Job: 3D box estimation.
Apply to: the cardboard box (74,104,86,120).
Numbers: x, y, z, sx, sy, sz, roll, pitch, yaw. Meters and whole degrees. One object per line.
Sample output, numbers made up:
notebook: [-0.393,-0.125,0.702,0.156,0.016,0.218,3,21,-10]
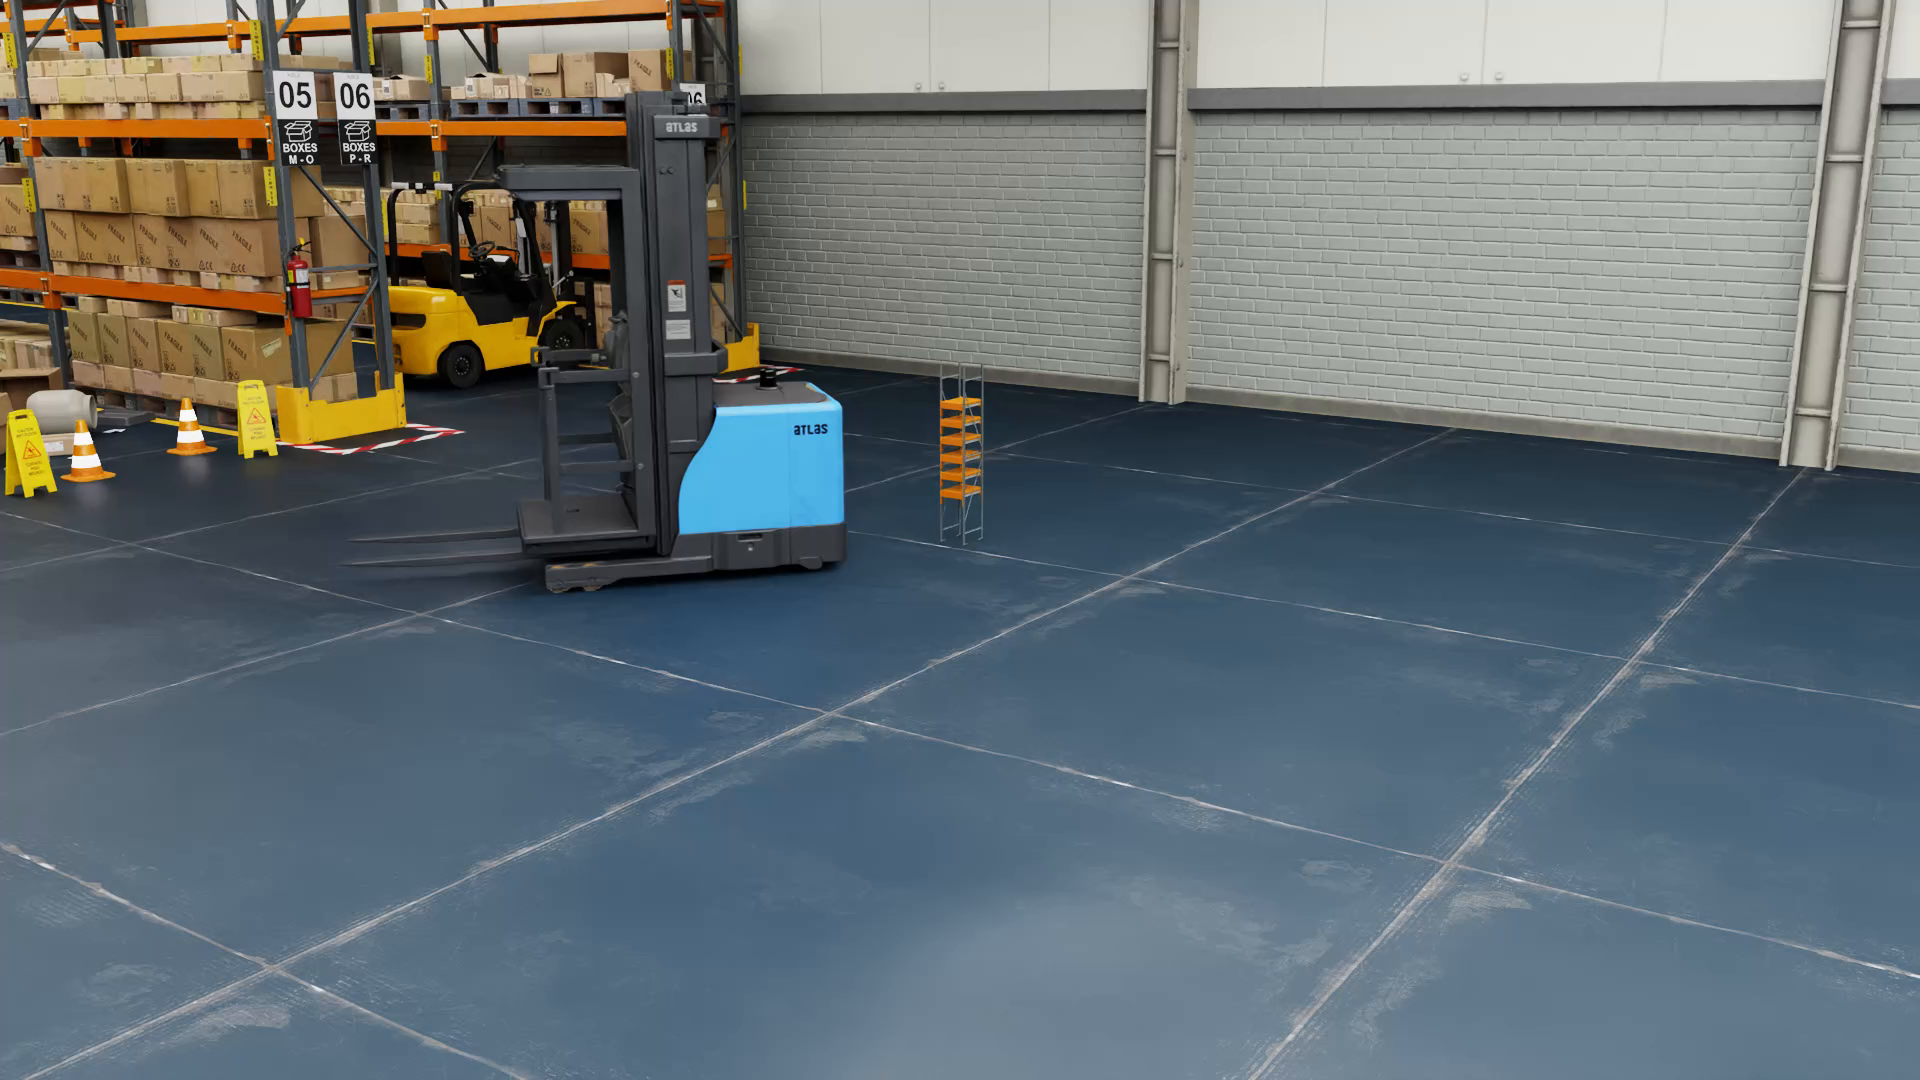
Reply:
cardboard box: [-8.333,-4.149,16.123,0.250,0.149,0.380,9,17,33]

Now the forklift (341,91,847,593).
forklift: [-2.295,-1.243,10.244,3.031,2.935,1.130,-4,14,-16]

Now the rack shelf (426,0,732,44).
rack shelf: [-4.482,-6.054,19.382,4.000,0.370,1.077,9,17,33]

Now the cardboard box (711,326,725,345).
cardboard box: [-3.121,-2.391,19.588,0.500,0.250,0.500,9,17,33]

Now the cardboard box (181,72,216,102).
cardboard box: [-6.574,-4.040,14.851,0.500,0.250,0.500,9,16,32]

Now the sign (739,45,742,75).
sign: [-2.507,-5.446,18.853,0.005,0.325,0.100,9,17,33]

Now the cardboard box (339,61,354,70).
cardboard box: [-8.151,-5.965,21.643,0.500,0.500,0.500,10,17,34]

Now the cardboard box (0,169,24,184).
cardboard box: [-9.997,-3.782,17.306,0.250,0.149,0.380,9,16,31]

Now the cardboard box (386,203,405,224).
cardboard box: [-7.122,-4.206,21.342,0.500,0.250,0.500,9,16,31]

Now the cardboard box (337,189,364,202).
cardboard box: [-7.889,-4.504,21.717,0.250,0.149,0.380,9,16,31]

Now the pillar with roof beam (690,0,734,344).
pillar with roof beam: [-5.300,-5.744,15.799,0.400,9.000,9.100,9,17,33]

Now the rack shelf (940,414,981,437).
rack shelf: [0.012,-0.770,11.124,0.180,0.103,0.258,9,17,33]

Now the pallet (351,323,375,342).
pallet: [-7.791,-2.854,22.414,1.213,0.211,1.003,9,17,33]

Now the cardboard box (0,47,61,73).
cardboard box: [-9.460,-4.845,16.810,0.500,0.250,0.500,10,17,34]

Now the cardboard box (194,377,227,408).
cardboard box: [-6.836,-1.422,15.673,0.500,0.250,0.500,9,17,33]

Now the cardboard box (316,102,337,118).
cardboard box: [-5.683,-3.870,14.995,0.250,0.149,0.380,9,17,33]

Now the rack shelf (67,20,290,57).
rack shelf: [-11.120,-7.127,23.716,4.000,0.370,1.077,9,17,33]

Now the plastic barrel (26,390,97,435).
plastic barrel: [-8.148,-1.151,15.093,0.512,0.421,0.421,-4,14,-16]

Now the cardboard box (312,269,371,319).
cardboard box: [-8.404,-3.369,22.757,0.625,0.625,0.875,10,17,35]

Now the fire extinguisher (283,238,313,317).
fire extinguisher: [-5.752,-2.282,14.460,0.183,0.674,0.296,9,17,33]

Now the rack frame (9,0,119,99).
rack frame: [-8.908,-5.875,16.330,0.127,3.000,1.000,9,17,33]

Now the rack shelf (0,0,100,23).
rack shelf: [-10.568,-5.600,17.548,4.000,0.370,1.077,9,17,33]

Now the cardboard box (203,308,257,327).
cardboard box: [-6.742,-2.066,15.365,0.250,0.149,0.380,10,17,34]

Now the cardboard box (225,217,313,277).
cardboard box: [-6.193,-2.638,14.909,0.500,0.500,0.500,9,16,32]

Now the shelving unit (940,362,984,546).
shelving unit: [0.012,-0.580,11.171,0.189,1.200,0.258,9,17,33]

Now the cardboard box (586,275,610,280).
cardboard box: [-4.362,-3.079,20.288,0.500,0.250,0.500,9,16,32]

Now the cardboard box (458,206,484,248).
cardboard box: [-5.919,-3.890,20.589,0.500,0.500,0.500,9,16,31]

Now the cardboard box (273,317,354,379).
cardboard box: [-6.124,-1.826,15.746,0.500,0.500,0.500,9,16,31]

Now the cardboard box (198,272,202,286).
cardboard box: [-6.857,-2.454,15.516,0.250,0.149,0.380,9,17,34]

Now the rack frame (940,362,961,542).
rack frame: [-0.064,-0.593,11.221,0.006,1.200,0.240,9,17,33]

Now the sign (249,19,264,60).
sign: [-5.916,-4.205,13.981,0.005,0.325,0.100,9,17,33]

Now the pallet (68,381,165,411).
pallet: [-8.331,-1.527,17.051,1.213,0.211,1.003,9,17,33]

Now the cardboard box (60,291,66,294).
cardboard box: [-14.095,-4.191,26.338,0.500,0.500,0.700,8,16,31]

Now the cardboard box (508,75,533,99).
cardboard box: [-5.079,-5.337,19.596,0.258,0.266,0.396,9,16,31]

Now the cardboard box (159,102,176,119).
cardboard box: [-7.088,-3.930,15.238,0.250,0.149,0.380,9,16,31]

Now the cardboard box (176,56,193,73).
cardboard box: [-6.830,-4.286,15.015,0.250,0.149,0.380,9,17,33]

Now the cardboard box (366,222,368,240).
cardboard box: [-7.521,-4.035,21.693,0.500,0.250,0.500,9,17,33]

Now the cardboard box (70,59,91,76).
cardboard box: [-8.180,-4.470,15.760,0.250,0.149,0.380,9,17,32]

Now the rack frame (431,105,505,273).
rack frame: [-6.141,-3.953,21.051,0.127,3.000,1.000,9,17,33]

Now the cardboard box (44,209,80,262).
cardboard box: [-8.699,-3.042,16.541,0.500,0.500,0.500,9,17,33]

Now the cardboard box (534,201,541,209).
cardboard box: [-4.978,-4.044,19.860,0.250,0.149,0.380,9,16,31]

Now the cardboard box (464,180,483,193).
cardboard box: [-6.042,-4.359,20.514,0.250,0.149,0.380,10,17,34]

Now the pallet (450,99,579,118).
pallet: [-5.419,-5.257,20.260,1.213,0.211,1.003,9,17,33]

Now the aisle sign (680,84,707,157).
aisle sign: [-2.932,-4.612,18.300,0.004,0.787,0.394,9,17,33]

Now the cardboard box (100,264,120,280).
cardboard box: [-8.164,-2.642,16.276,0.250,0.149,0.380,10,17,35]

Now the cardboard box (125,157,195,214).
cardboard box: [-7.368,-3.342,15.673,0.500,0.500,0.700,9,17,32]

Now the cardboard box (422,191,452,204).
cardboard box: [-6.549,-4.318,20.968,0.250,0.149,0.380,10,17,35]

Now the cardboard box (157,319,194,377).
cardboard box: [-7.249,-1.854,15.857,0.500,0.500,0.500,9,16,32]

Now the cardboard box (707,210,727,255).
cardboard box: [-3.078,-3.587,19.364,0.500,0.500,0.500,10,17,35]
